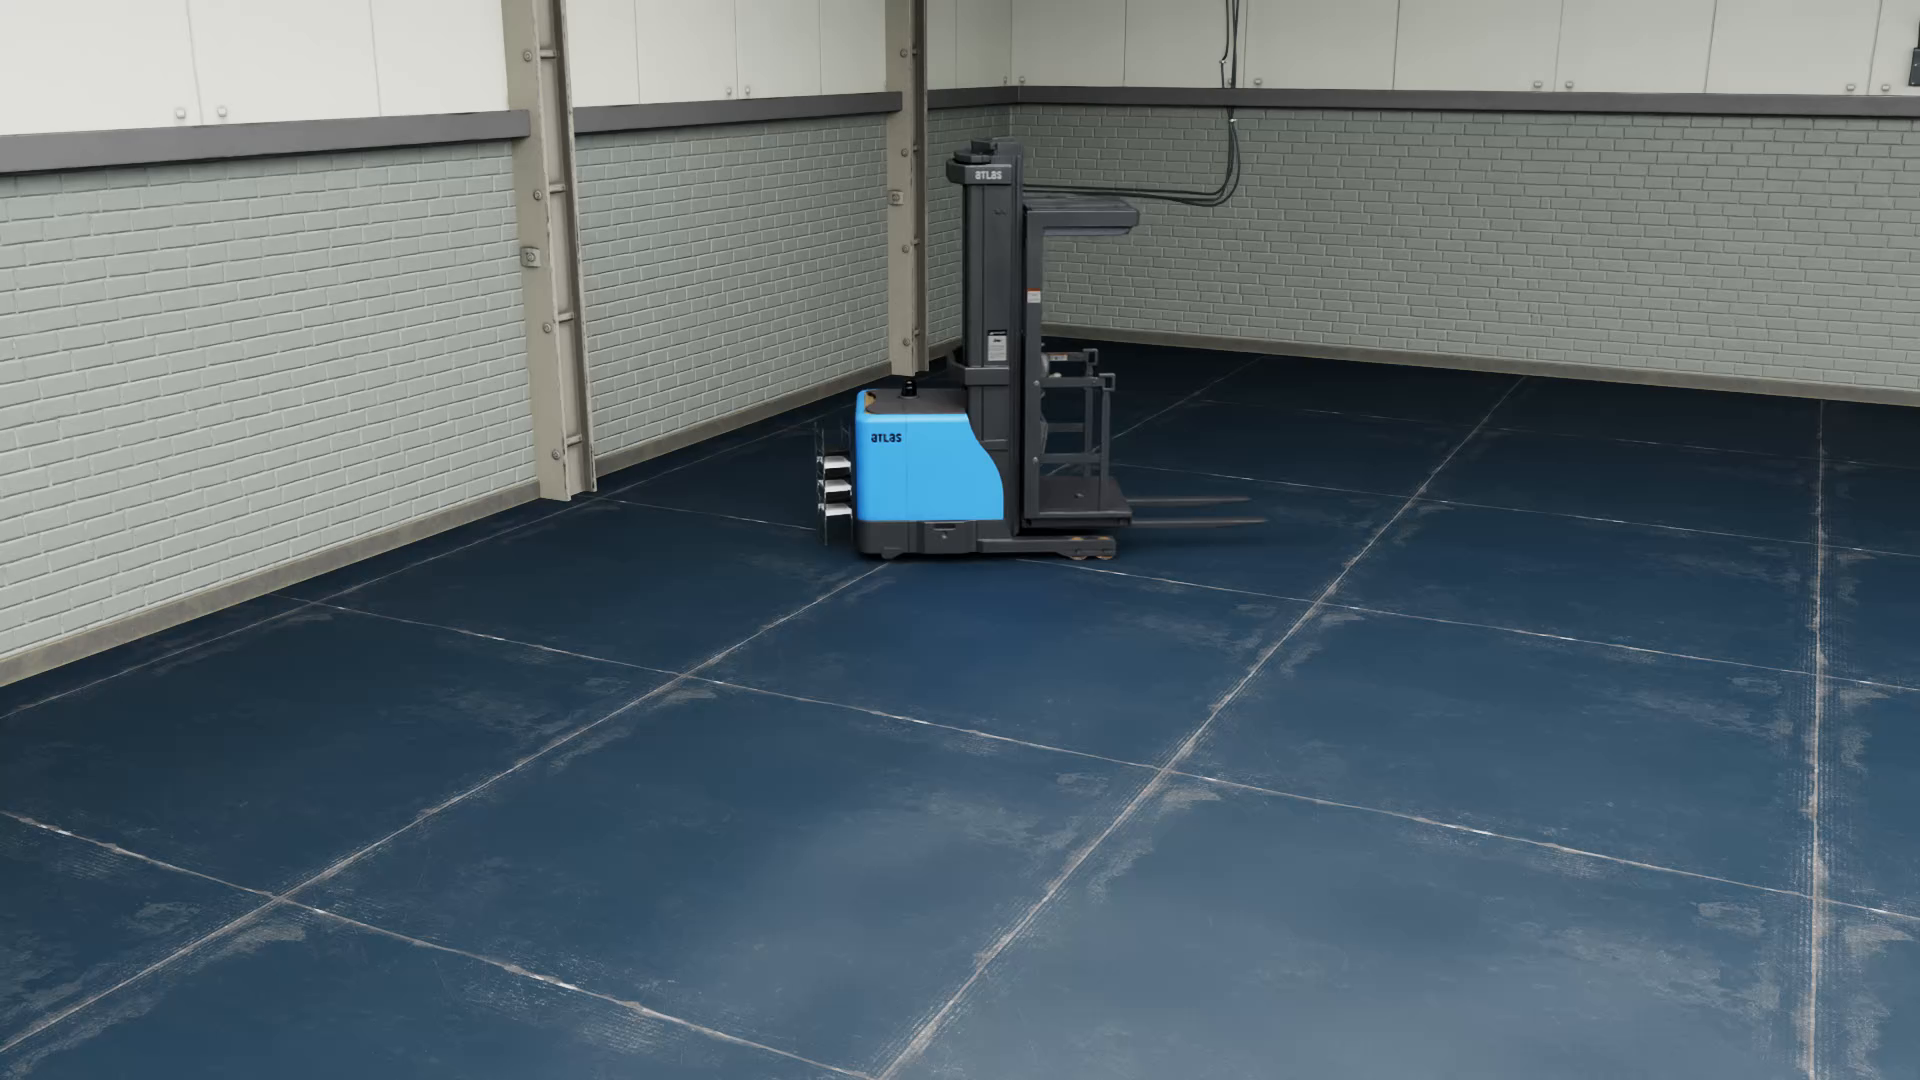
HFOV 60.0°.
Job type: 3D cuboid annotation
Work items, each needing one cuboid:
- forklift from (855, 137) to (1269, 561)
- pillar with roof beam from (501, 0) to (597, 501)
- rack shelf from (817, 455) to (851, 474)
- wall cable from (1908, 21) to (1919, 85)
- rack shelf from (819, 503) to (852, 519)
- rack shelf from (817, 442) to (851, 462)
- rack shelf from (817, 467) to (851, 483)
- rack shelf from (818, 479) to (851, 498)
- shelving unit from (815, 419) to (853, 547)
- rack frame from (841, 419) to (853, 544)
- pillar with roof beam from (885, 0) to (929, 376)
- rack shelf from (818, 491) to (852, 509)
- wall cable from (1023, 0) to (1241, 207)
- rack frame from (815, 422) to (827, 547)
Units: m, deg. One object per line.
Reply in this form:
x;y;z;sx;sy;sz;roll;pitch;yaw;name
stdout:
0.743;-1.406;12.112;3.031;2.935;1.130;-1;17;-2;forklift
0.590;-4.152;10.699;9.100;9.000;0.400;8;18;25;pillar with roof beam
-0.938;-0.564;12.323;0.200;0.077;0.258;-6;18;-18;rack shelf
10.405;-7.229;15.084;2.305;6.003;0.169;8;18;25;wall cable
-0.936;-0.220;12.428;0.200;0.077;0.258;-6;18;-18;rack shelf
-0.939;-0.650;12.297;0.200;0.077;0.258;-6;18;-18;rack shelf
-0.938;-0.478;12.350;0.200;0.077;0.258;-6;18;-18;rack shelf
-0.937;-0.392;12.376;0.200;0.077;0.258;-6;18;-18;rack shelf
-0.938;-0.424;12.366;0.210;0.900;0.258;-6;18;-18;shelving unit
-0.841;-0.434;12.397;0.006;0.900;0.240;-6;18;-18;rack frame
3.271;-5.680;15.844;9.100;9.000;0.400;8;18;25;pillar with roof beam
-0.937;-0.306;12.402;0.200;0.077;0.258;-6;18;-18;rack shelf
1.919;-5.322;20.090;3.097;2.526;0.112;8;18;25;wall cable
-1.034;-0.414;12.335;0.006;0.900;0.240;-6;18;-18;rack frame
